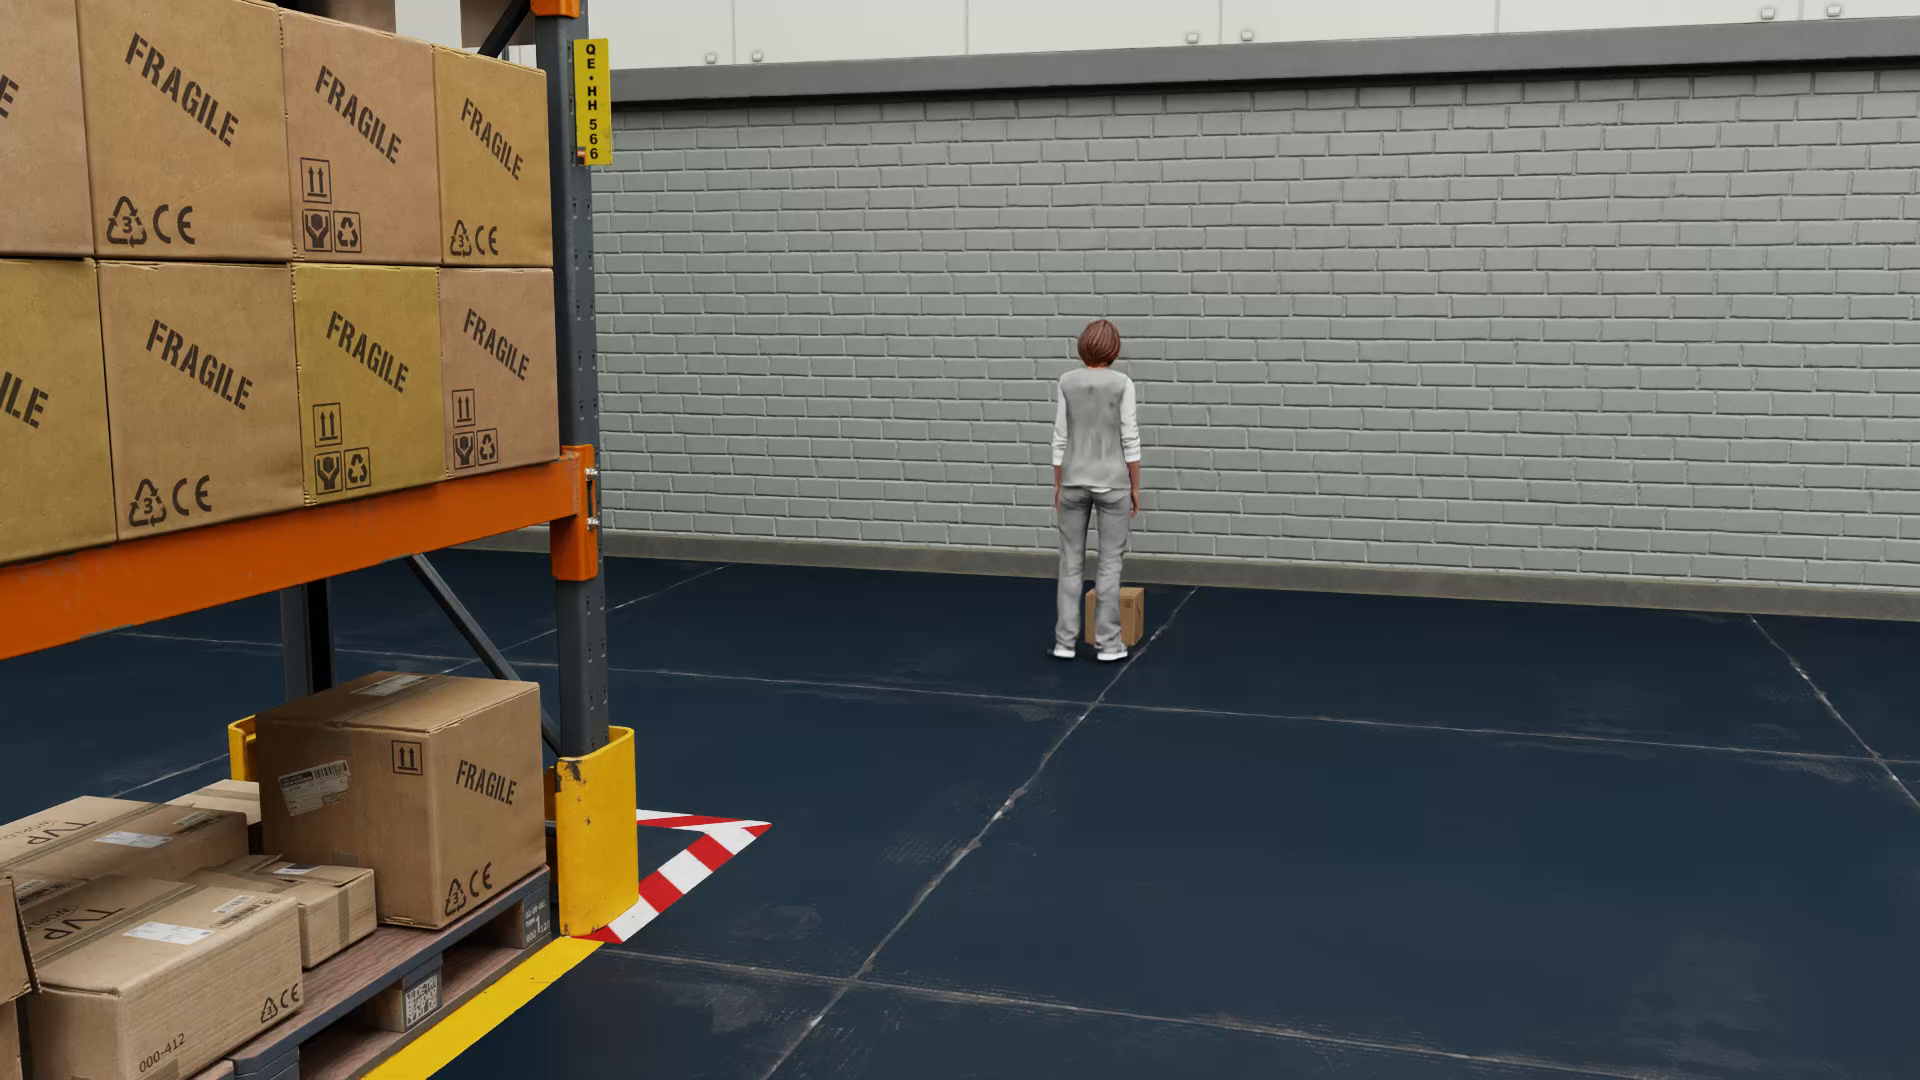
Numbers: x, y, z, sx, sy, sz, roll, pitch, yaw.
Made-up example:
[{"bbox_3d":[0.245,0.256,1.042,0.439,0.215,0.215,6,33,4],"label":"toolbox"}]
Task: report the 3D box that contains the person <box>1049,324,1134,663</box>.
[{"bbox_3d":[0.611,-0.211,7.815,0.408,1.593,0.299,3,9,17],"label":"person"}]
